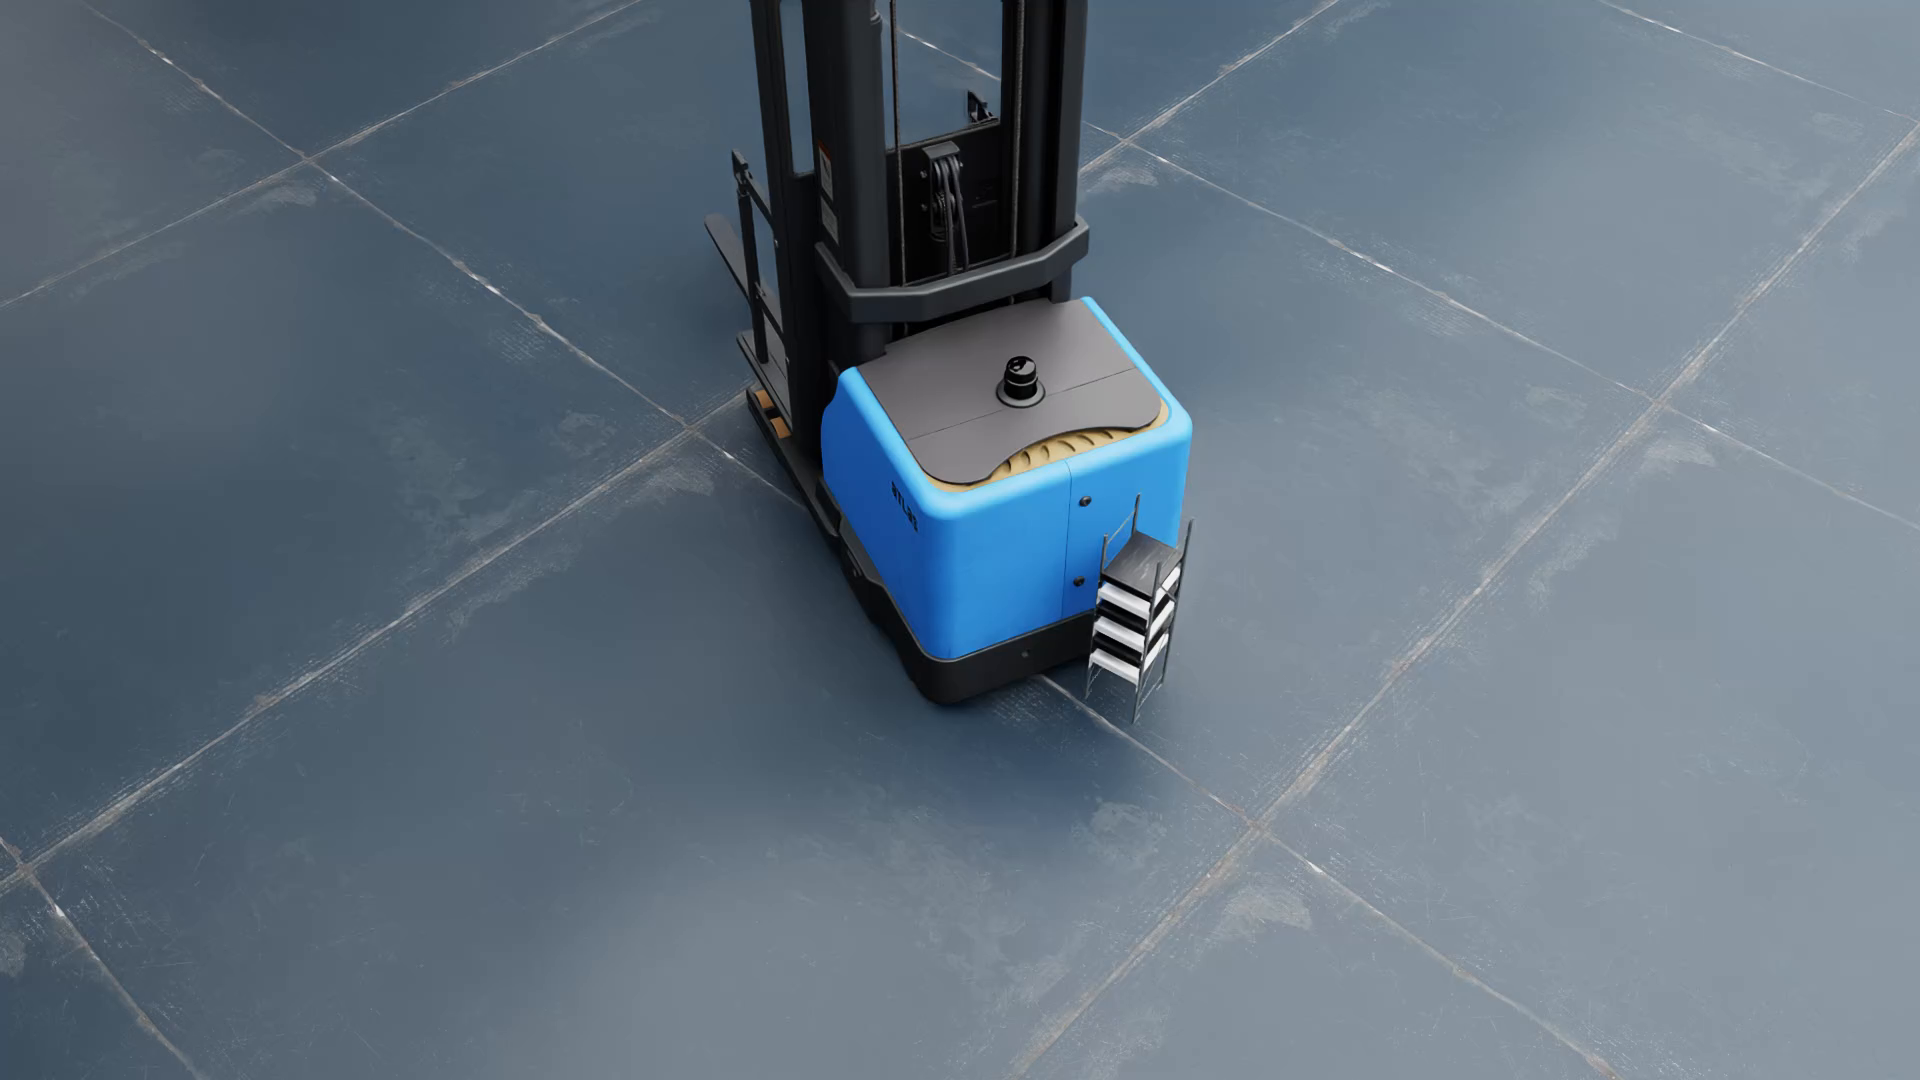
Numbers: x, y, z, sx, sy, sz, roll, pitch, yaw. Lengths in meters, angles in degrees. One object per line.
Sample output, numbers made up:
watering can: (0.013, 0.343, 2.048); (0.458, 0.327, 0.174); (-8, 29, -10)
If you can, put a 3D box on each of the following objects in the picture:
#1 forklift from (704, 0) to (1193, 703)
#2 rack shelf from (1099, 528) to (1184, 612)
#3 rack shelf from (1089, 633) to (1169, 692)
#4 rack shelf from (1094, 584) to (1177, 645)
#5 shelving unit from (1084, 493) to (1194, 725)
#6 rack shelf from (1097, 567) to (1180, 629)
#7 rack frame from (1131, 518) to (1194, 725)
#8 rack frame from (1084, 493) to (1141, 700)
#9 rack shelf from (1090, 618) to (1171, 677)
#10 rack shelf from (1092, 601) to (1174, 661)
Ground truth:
forklift: (-0.266, -1.492, 6.140); (1.130, 2.935, 3.031); (-19, 50, -17)
rack shelf: (0.627, 0.101, 5.710); (0.200, 0.077, 0.258); (26, 52, 21)
rack shelf: (0.618, 0.404, 6.042); (0.200, 0.077, 0.258); (26, 52, 21)
rack shelf: (0.624, 0.222, 5.843); (0.200, 0.077, 0.258); (26, 52, 21)
shelving unit: (0.623, 0.260, 5.885); (0.210, 0.900, 0.258); (26, 52, 21)
rack shelf: (0.626, 0.161, 5.777); (0.200, 0.077, 0.258); (26, 52, 21)
rack frame: (0.708, 0.303, 5.848); (0.006, 0.900, 0.240); (26, 52, 21)
rack frame: (0.538, 0.218, 5.921); (0.006, 0.900, 0.240); (26, 52, 21)
rack shelf: (0.620, 0.344, 5.976); (0.200, 0.077, 0.258); (26, 52, 21)
rack shelf: (0.622, 0.283, 5.909); (0.200, 0.077, 0.258); (26, 52, 21)
